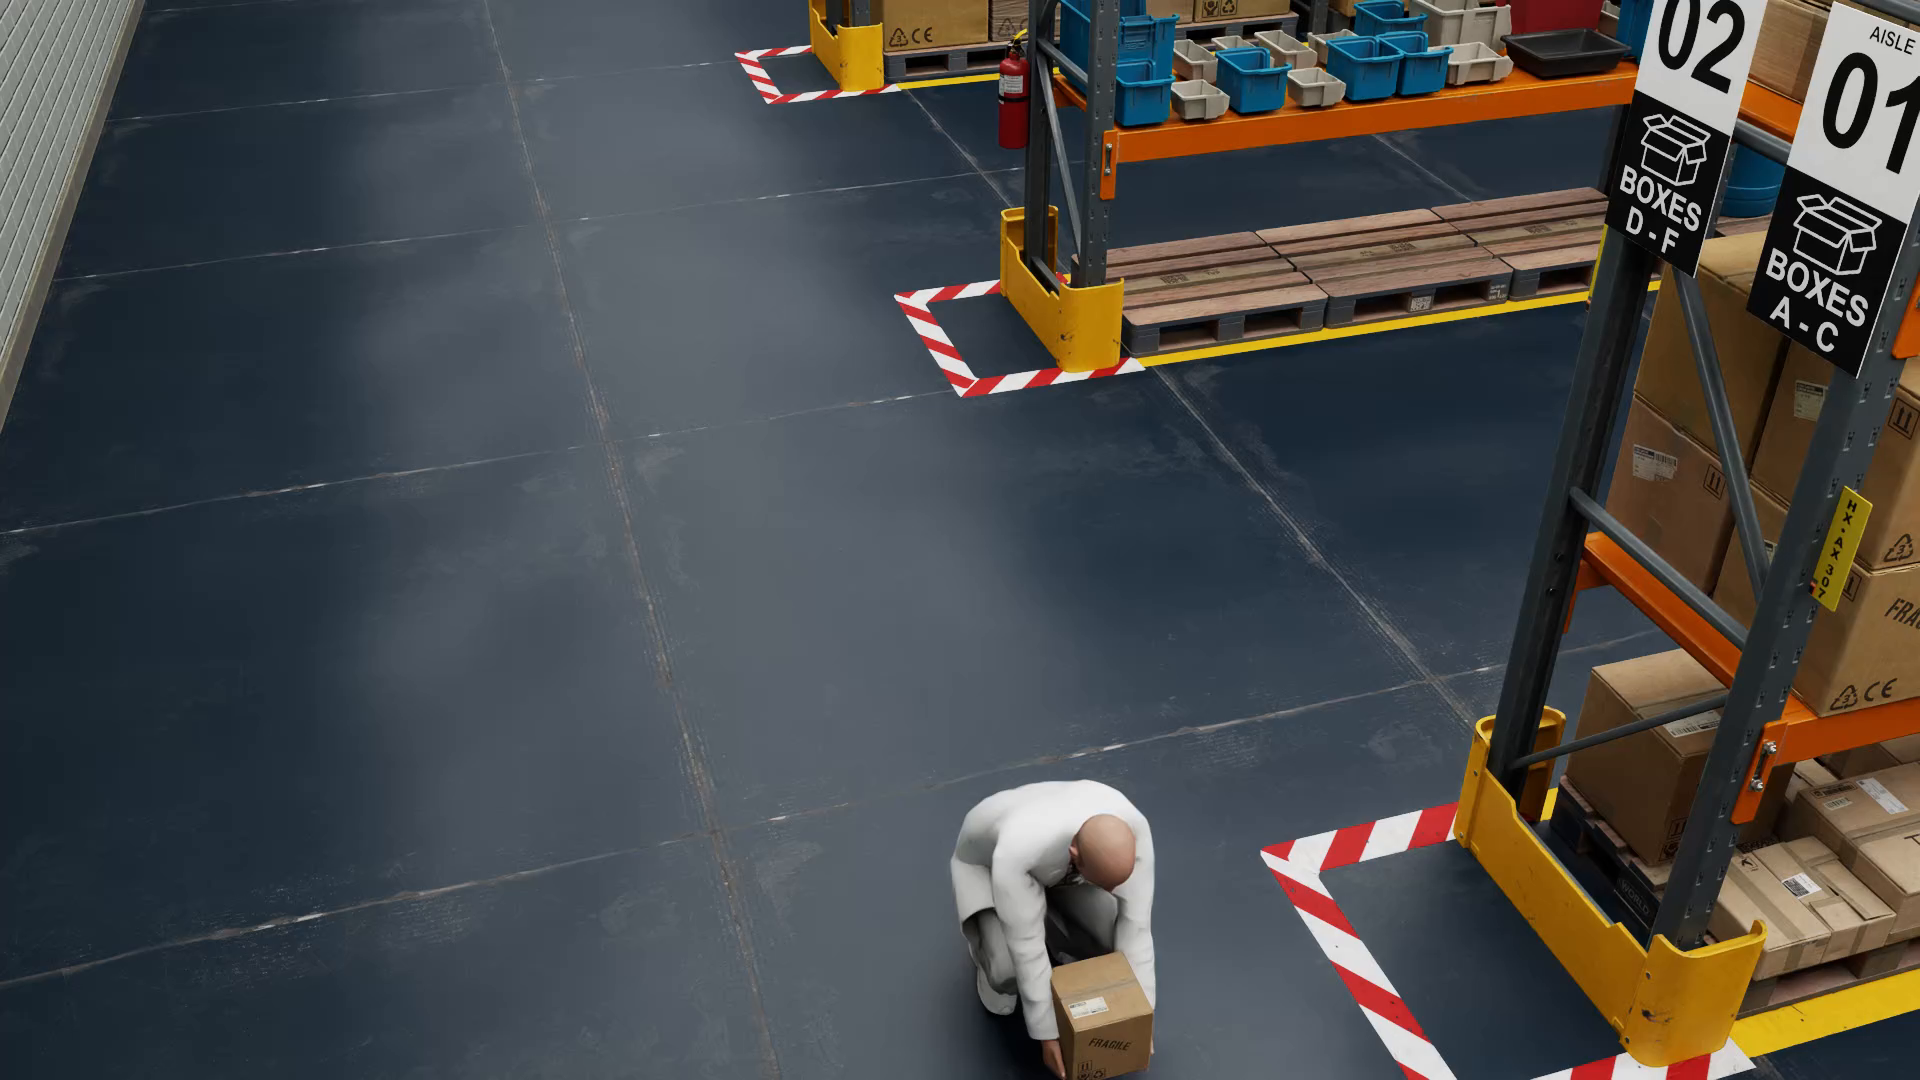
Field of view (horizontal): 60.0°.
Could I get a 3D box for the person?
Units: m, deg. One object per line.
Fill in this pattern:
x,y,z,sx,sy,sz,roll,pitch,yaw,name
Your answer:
0.292,1.110,5.192,0.589,0.990,0.946,-11,35,-16,person
